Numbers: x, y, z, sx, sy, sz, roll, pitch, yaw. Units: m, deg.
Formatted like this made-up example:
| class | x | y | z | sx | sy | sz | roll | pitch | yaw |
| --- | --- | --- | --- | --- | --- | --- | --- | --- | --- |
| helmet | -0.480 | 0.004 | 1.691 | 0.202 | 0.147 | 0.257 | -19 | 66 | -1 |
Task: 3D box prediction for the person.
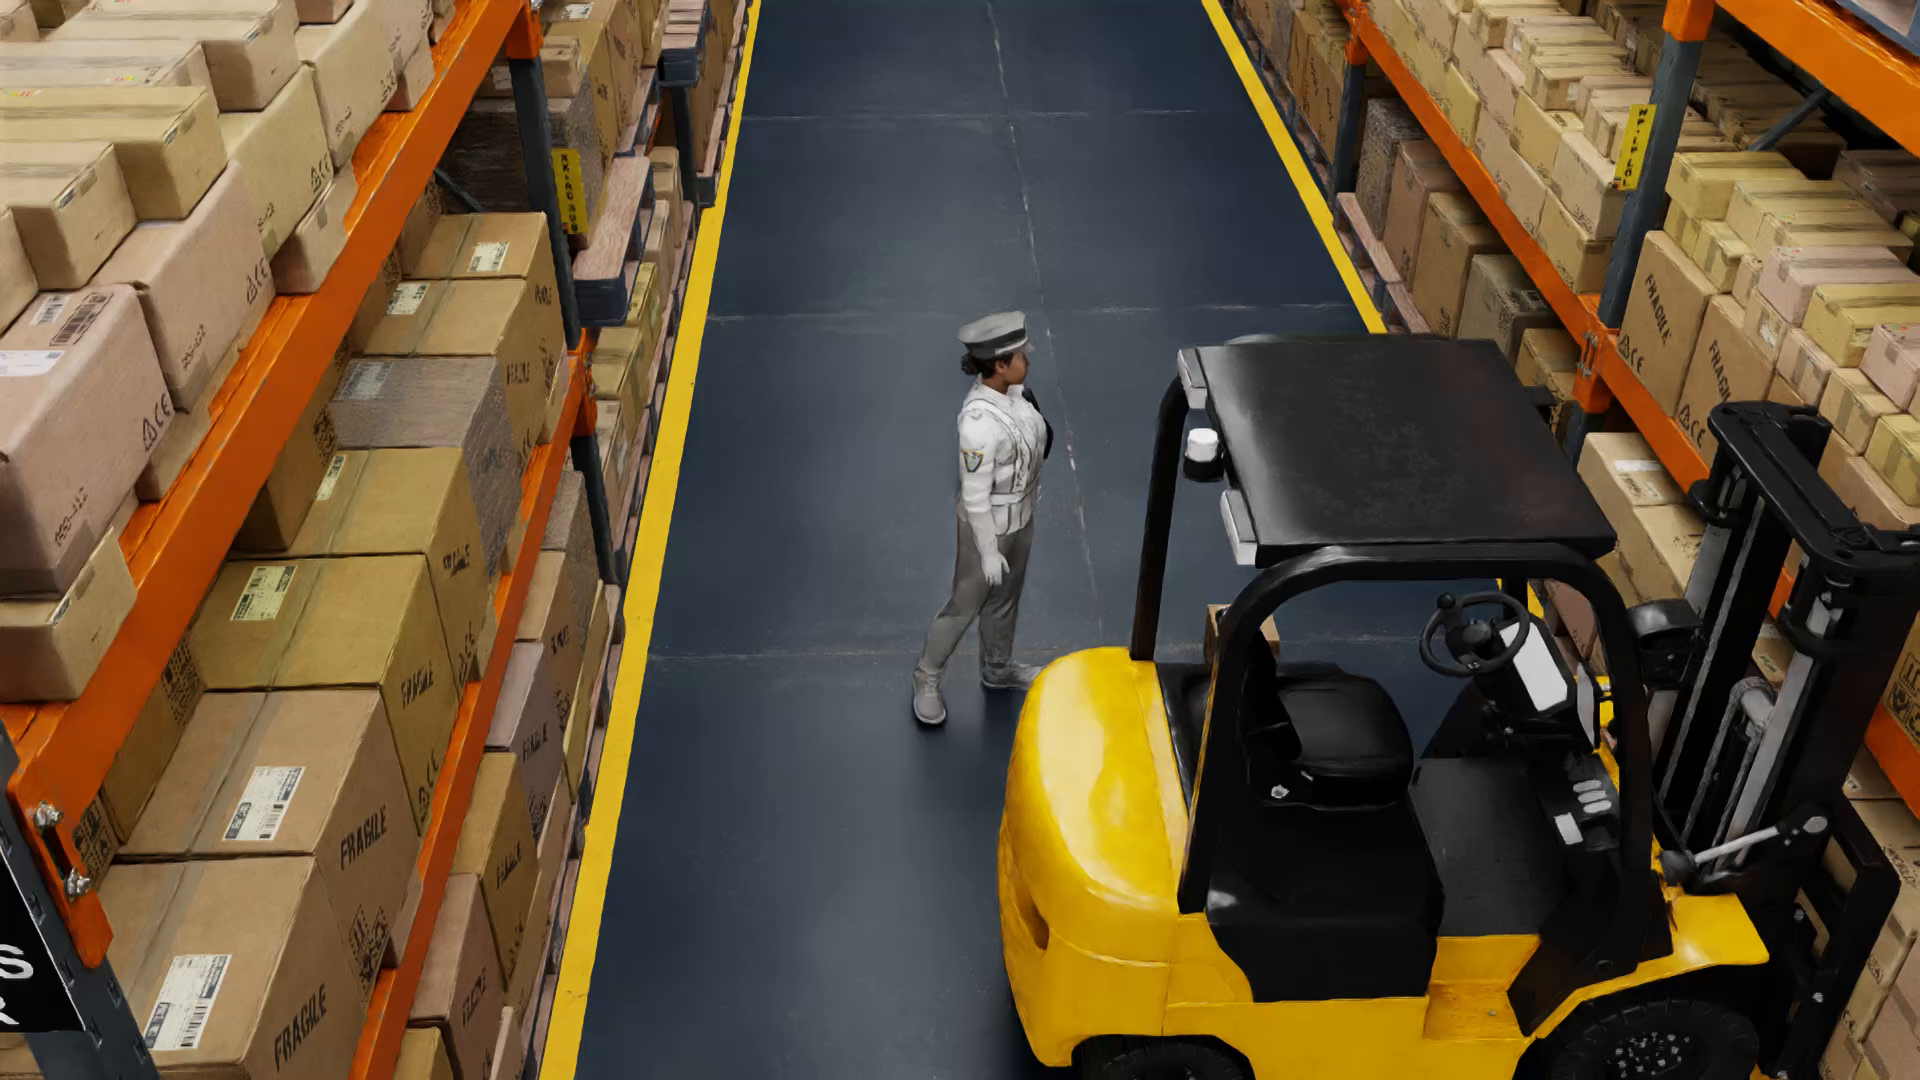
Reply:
| class | x | y | z | sx | sy | sz | roll | pitch | yaw |
| --- | --- | --- | --- | --- | --- | --- | --- | --- | --- |
| person | 0.090 | -0.089 | 6.260 | 0.514 | 1.677 | 0.638 | 12 | 37 | 16 |
